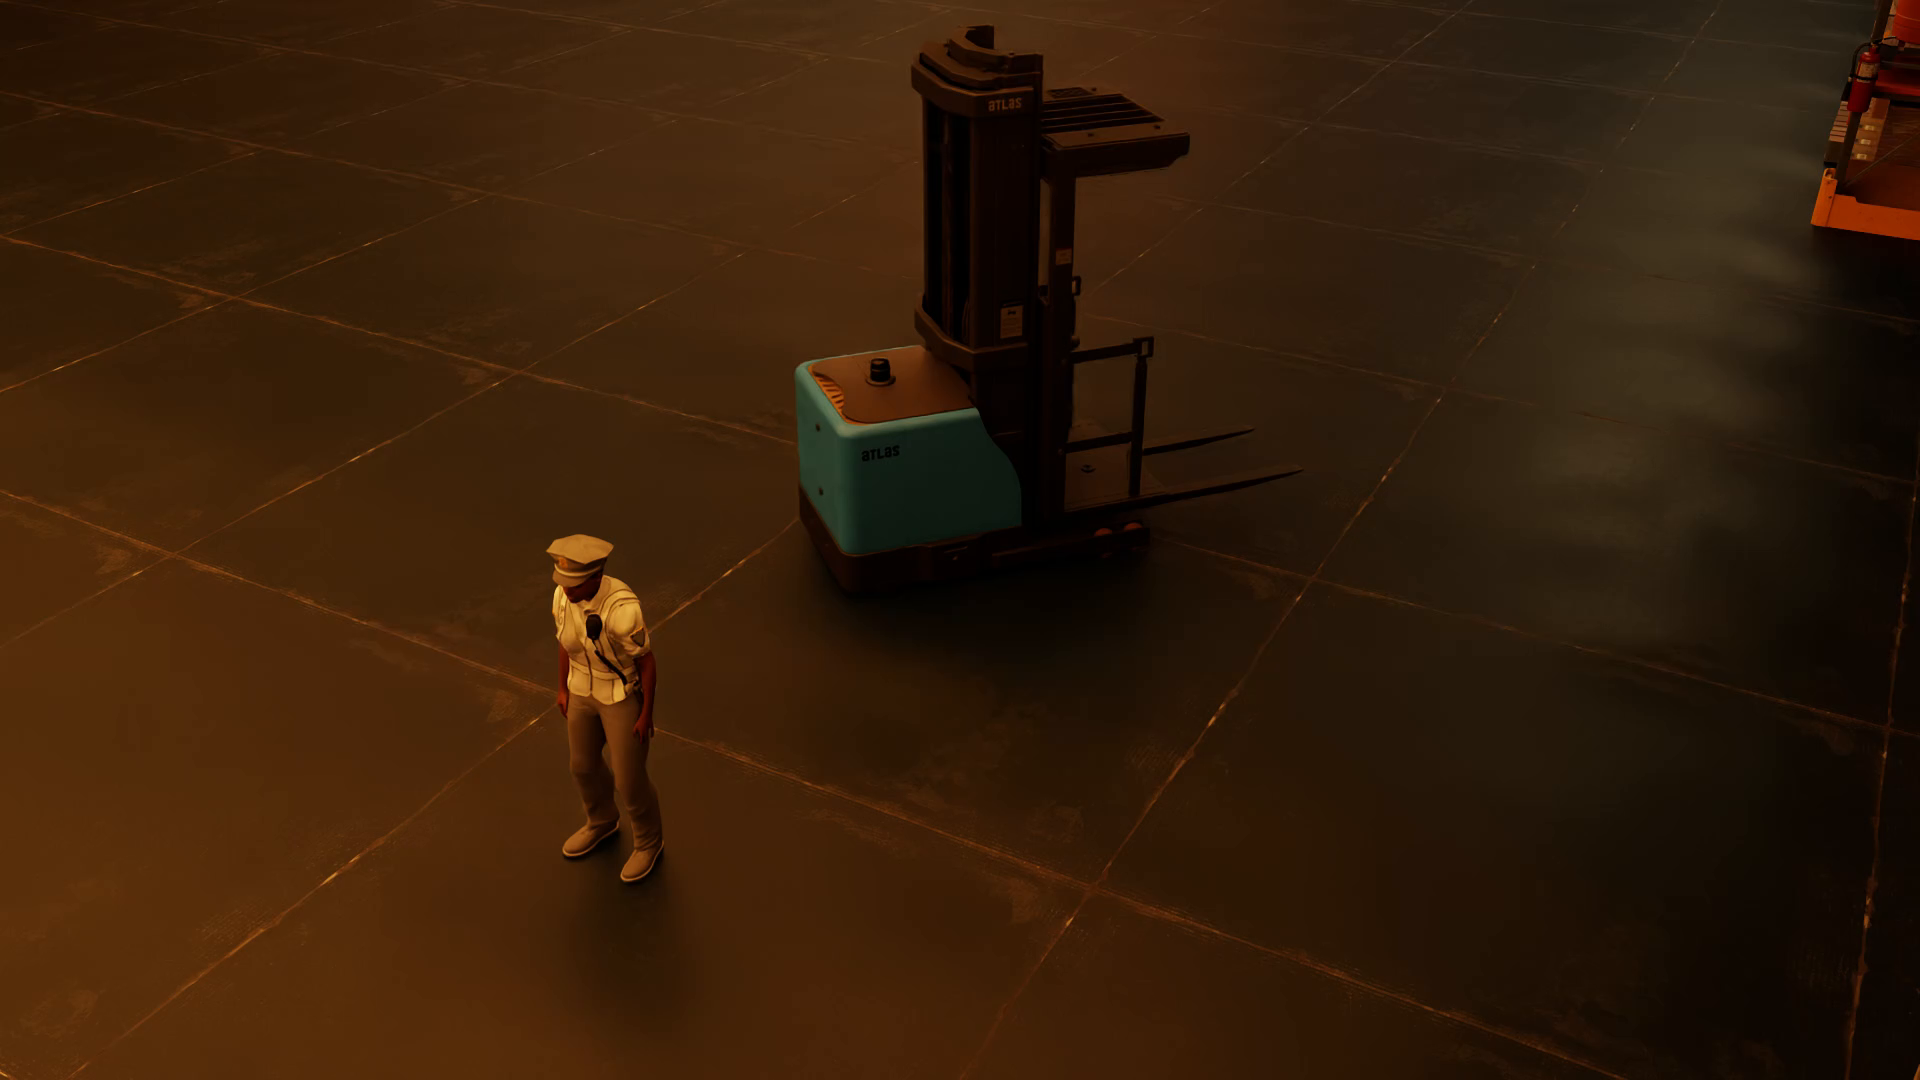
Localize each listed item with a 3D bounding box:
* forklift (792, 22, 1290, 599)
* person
[{"bbox_3d":[0.575,-1.431,9.551,3.031,2.935,1.130,-13,33,-22],"label":"forklift"},{"bbox_3d":[-1.524,0.695,7.146,0.505,1.657,0.394,15,33,24],"label":"person"}]
